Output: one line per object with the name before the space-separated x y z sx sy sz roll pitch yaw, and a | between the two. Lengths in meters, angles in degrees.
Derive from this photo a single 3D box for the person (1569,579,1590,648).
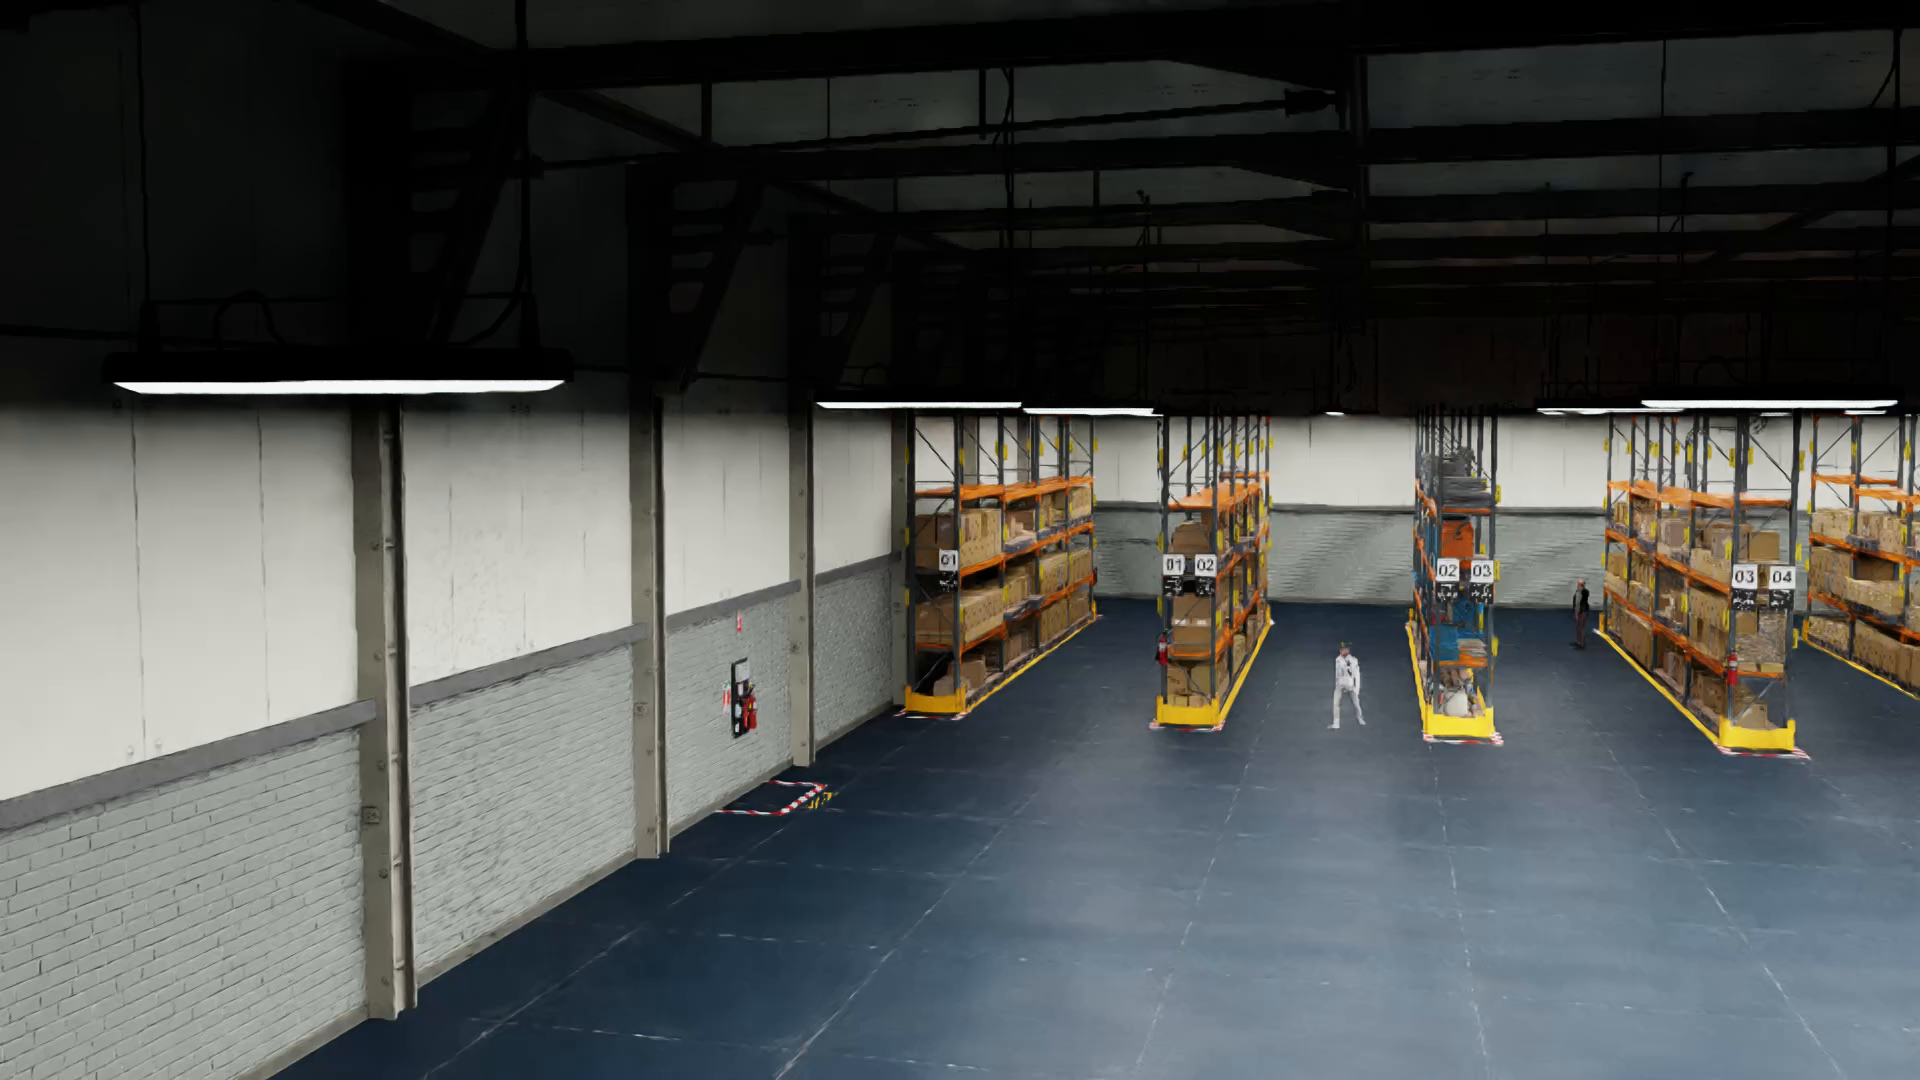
person | 15.480 1.823 41.591 0.494 1.725 0.578 4 6 44

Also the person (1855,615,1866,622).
person | 24.292 1.578 45.005 0.571 1.753 0.601 -3 5 -40

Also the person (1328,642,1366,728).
person | 7.187 2.669 30.819 0.519 1.611 0.933 3 5 34
